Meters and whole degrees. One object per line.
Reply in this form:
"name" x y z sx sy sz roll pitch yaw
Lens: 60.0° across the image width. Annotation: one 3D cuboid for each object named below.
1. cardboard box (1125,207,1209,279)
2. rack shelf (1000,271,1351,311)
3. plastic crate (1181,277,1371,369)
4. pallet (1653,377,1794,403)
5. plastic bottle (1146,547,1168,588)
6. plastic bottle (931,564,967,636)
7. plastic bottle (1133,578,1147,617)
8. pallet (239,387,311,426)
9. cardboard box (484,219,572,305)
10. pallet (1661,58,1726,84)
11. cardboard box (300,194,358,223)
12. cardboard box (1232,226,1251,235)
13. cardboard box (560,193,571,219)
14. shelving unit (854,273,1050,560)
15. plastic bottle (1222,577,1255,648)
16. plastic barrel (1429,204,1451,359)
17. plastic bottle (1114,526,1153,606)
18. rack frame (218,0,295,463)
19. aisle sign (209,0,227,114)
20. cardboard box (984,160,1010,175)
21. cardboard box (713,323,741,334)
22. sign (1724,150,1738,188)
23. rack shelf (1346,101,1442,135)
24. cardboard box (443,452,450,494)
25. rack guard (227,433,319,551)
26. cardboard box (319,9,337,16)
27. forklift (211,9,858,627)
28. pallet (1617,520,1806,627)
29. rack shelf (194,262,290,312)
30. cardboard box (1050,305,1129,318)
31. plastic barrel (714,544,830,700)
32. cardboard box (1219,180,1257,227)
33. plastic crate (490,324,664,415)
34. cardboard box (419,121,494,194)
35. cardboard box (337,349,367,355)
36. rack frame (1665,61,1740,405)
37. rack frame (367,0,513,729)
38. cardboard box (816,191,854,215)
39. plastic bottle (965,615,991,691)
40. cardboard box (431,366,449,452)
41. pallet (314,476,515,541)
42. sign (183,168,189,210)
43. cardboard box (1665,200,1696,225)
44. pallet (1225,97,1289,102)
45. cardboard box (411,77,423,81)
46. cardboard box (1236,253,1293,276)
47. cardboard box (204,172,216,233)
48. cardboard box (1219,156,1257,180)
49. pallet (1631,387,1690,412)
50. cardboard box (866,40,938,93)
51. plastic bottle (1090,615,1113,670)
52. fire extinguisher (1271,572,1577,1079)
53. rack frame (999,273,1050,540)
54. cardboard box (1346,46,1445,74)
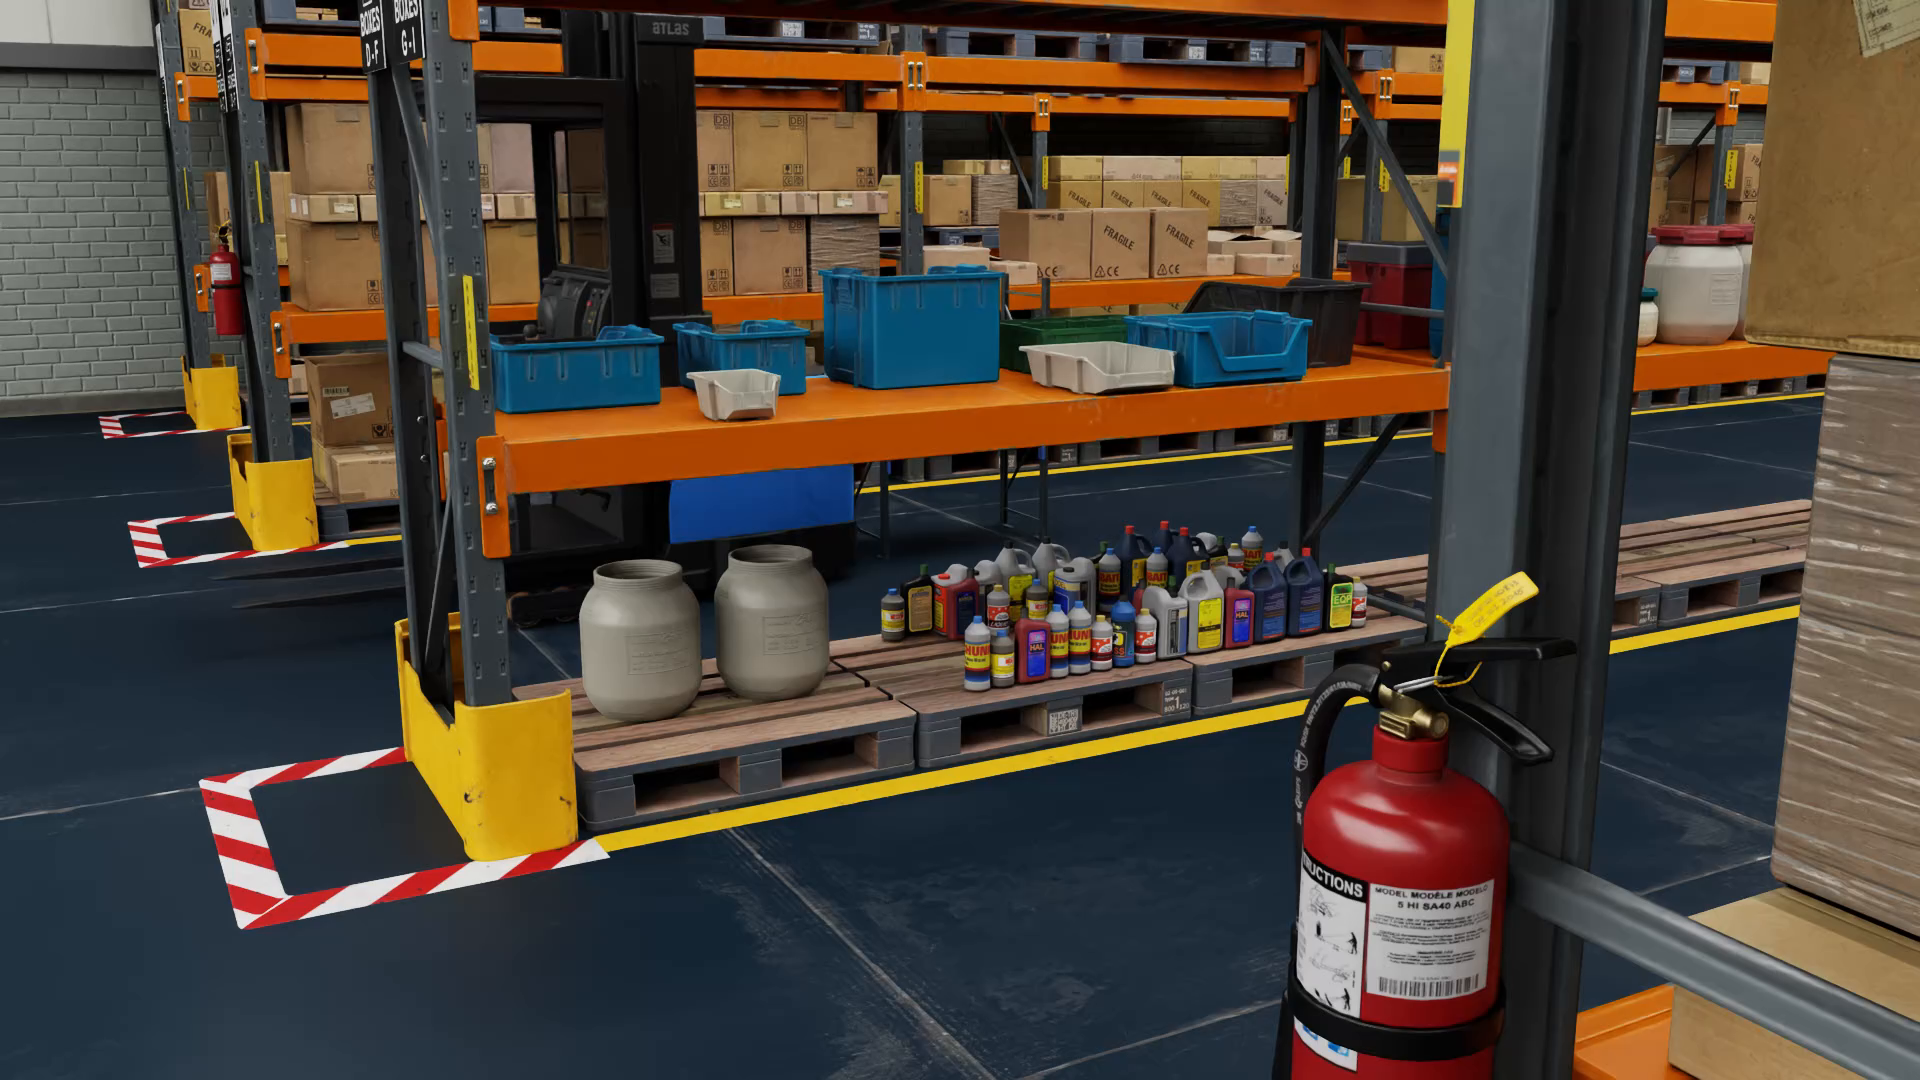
"cardboard box" 1.511 -2.238 12.493 0.500 0.500 0.500 -8 15 -31
"rack shelf" 1.220 -1.807 12.446 4.000 0.370 1.077 -7 14 -28
"plastic crate" 1.315 -0.932 7.060 0.504 0.338 0.767 -7 14 -28
"pallet" 7.090 -1.501 15.798 1.213 0.211 1.003 -7 14 -28
"plastic bottle" 0.858 0.167 7.247 0.097 0.271 0.097 0 13 0
"plastic bottle" -0.040 0.243 6.898 0.135 0.276 0.152 -7 14 -27
"plastic bottle" 0.760 0.291 6.669 0.133 0.283 0.061 -7 14 -28
"pallet" -5.626 -1.207 14.494 1.213 0.211 1.003 -7 14 -28
"cardboard box" -2.733 -1.730 10.236 0.500 0.500 0.700 -7 14 -27
"pallet" 5.881 -4.106 14.619 1.003 0.211 1.213 -7 14 -28
"cardboard box" -3.598 -1.892 9.479 0.250 0.149 0.380 -7 14 -28
"cardboard box" 3.040 -3.439 18.585 0.250 0.149 0.380 -7 14 -28
"cardboard box" -2.469 -2.028 10.083 0.250 0.149 0.380 -7 14 -29
"shelving unit" -0.075 -0.723 9.405 1.048 1.500 0.538 -7 14 -28
"plastic bottle" 1.116 0.286 6.689 0.133 0.283 0.061 -6 14 -24
"plastic barrel" 2.319 -1.220 7.055 0.708 0.901 0.600 -7 14 -28
"plastic bottle" 0.762 0.110 7.321 0.185 0.351 0.144 -8 15 -30
"rack frame" -4.046 -1.527 9.562 0.127 3.000 1.000 -7 14 -28
"aisle sign" -4.244 -2.845 9.498 0.004 0.787 0.394 -7 14 -28
"cardboard box" 0.311 -3.861 17.225 0.250 0.149 0.380 -9 16 -35
"cardboard box" -2.274 -1.978 16.257 0.500 0.500 0.700 -6 14 -26
"sign" 6.756 -3.248 14.571 0.005 0.325 0.100 -7 14 -28
"rack shelf" 5.865 -5.067 20.097 4.000 0.370 1.077 -7 14 -28
"cardboard box" -3.032 -0.457 10.115 0.500 0.250 0.500 -7 14 -28
"rack guard" -4.067 -0.305 9.826 0.348 0.500 1.175 -7 14 -28
"cardboard box" -5.059 -4.584 13.763 0.500 0.500 0.500 -6 14 -26
"forklift" -2.064 -1.152 8.053 3.031 2.935 1.130 -8 15 -31
"pallet" 3.578 0.148 8.470 1.213 0.211 1.003 -7 14 -28
"rack shelf" -4.667 -2.341 14.817 4.000 0.370 1.077 -7 14 -28
"cardboard box" 1.307 -2.531 17.964 0.750 0.750 0.750 -7 14 -29
"plastic barrel" -0.695 0.300 6.154 0.421 0.512 0.421 0 13 0
"cardboard box" 2.938 -3.743 18.460 0.500 0.500 0.500 -7 14 -28
"plastic crate" -1.380 -0.610 5.826 0.616 0.251 0.499 -7 14 -28
"cardboard box" -3.125 -2.317 9.892 0.500 0.500 0.700 -7 15 -29
"cardboard box" -5.272 -1.500 14.562 0.500 0.311 0.500 -6 14 -23
"rack frame" 6.487 -2.789 15.172 0.127 3.000 1.000 -7 14 -28
"rack frame" -1.676 -0.572 5.319 0.127 3.000 1.000 -7 14 -28
"cardboard box" -0.889 -2.218 10.926 0.250 0.149 0.380 -7 15 -29
"plastic bottle" 0.065 0.414 6.151 0.097 0.271 0.097 0 13 0
"cardboard box" -3.031 -0.823 10.032 0.500 0.500 0.500 -7 14 -28
"pallet" -3.395 -0.255 10.262 1.213 0.211 1.003 -7 14 -28
"sign" -6.163 -2.799 13.243 0.005 0.325 0.100 -7 14 -28
"cardboard box" 6.803 -2.940 15.614 0.500 0.500 0.500 -7 14 -27
"pallet" 3.329 -5.008 18.633 1.217 0.209 0.805 -8 15 -30
"cardboard box" -4.607 -4.156 14.138 0.500 0.500 0.500 -6 14 -24
"cardboard box" 2.319 -2.098 12.673 0.250 0.149 0.380 -7 14 -28
"cardboard box" -6.111 -2.874 14.137 0.500 0.500 0.500 -7 14 -28
"cardboard box" 2.921 -4.109 18.377 0.500 0.250 0.500 -7 14 -27
"pallet" 5.791 -1.336 15.066 1.213 0.211 1.003 -7 14 -28
"cardboard box" -0.583 -4.728 16.673 0.637 0.503 0.797 -5 14 -20
"plastic bottle" 0.540 0.391 6.412 0.097 0.201 0.097 0 13 0
"fire extinguisher" 0.376 0.343 1.427 0.183 0.674 0.296 -7 14 -28
"rack frame" 0.371 -0.776 9.642 0.032 1.500 0.500 -7 14 -28
"cardboard box" 3.343 -3.933 13.195 0.500 0.500 0.910 -7 14 -28
